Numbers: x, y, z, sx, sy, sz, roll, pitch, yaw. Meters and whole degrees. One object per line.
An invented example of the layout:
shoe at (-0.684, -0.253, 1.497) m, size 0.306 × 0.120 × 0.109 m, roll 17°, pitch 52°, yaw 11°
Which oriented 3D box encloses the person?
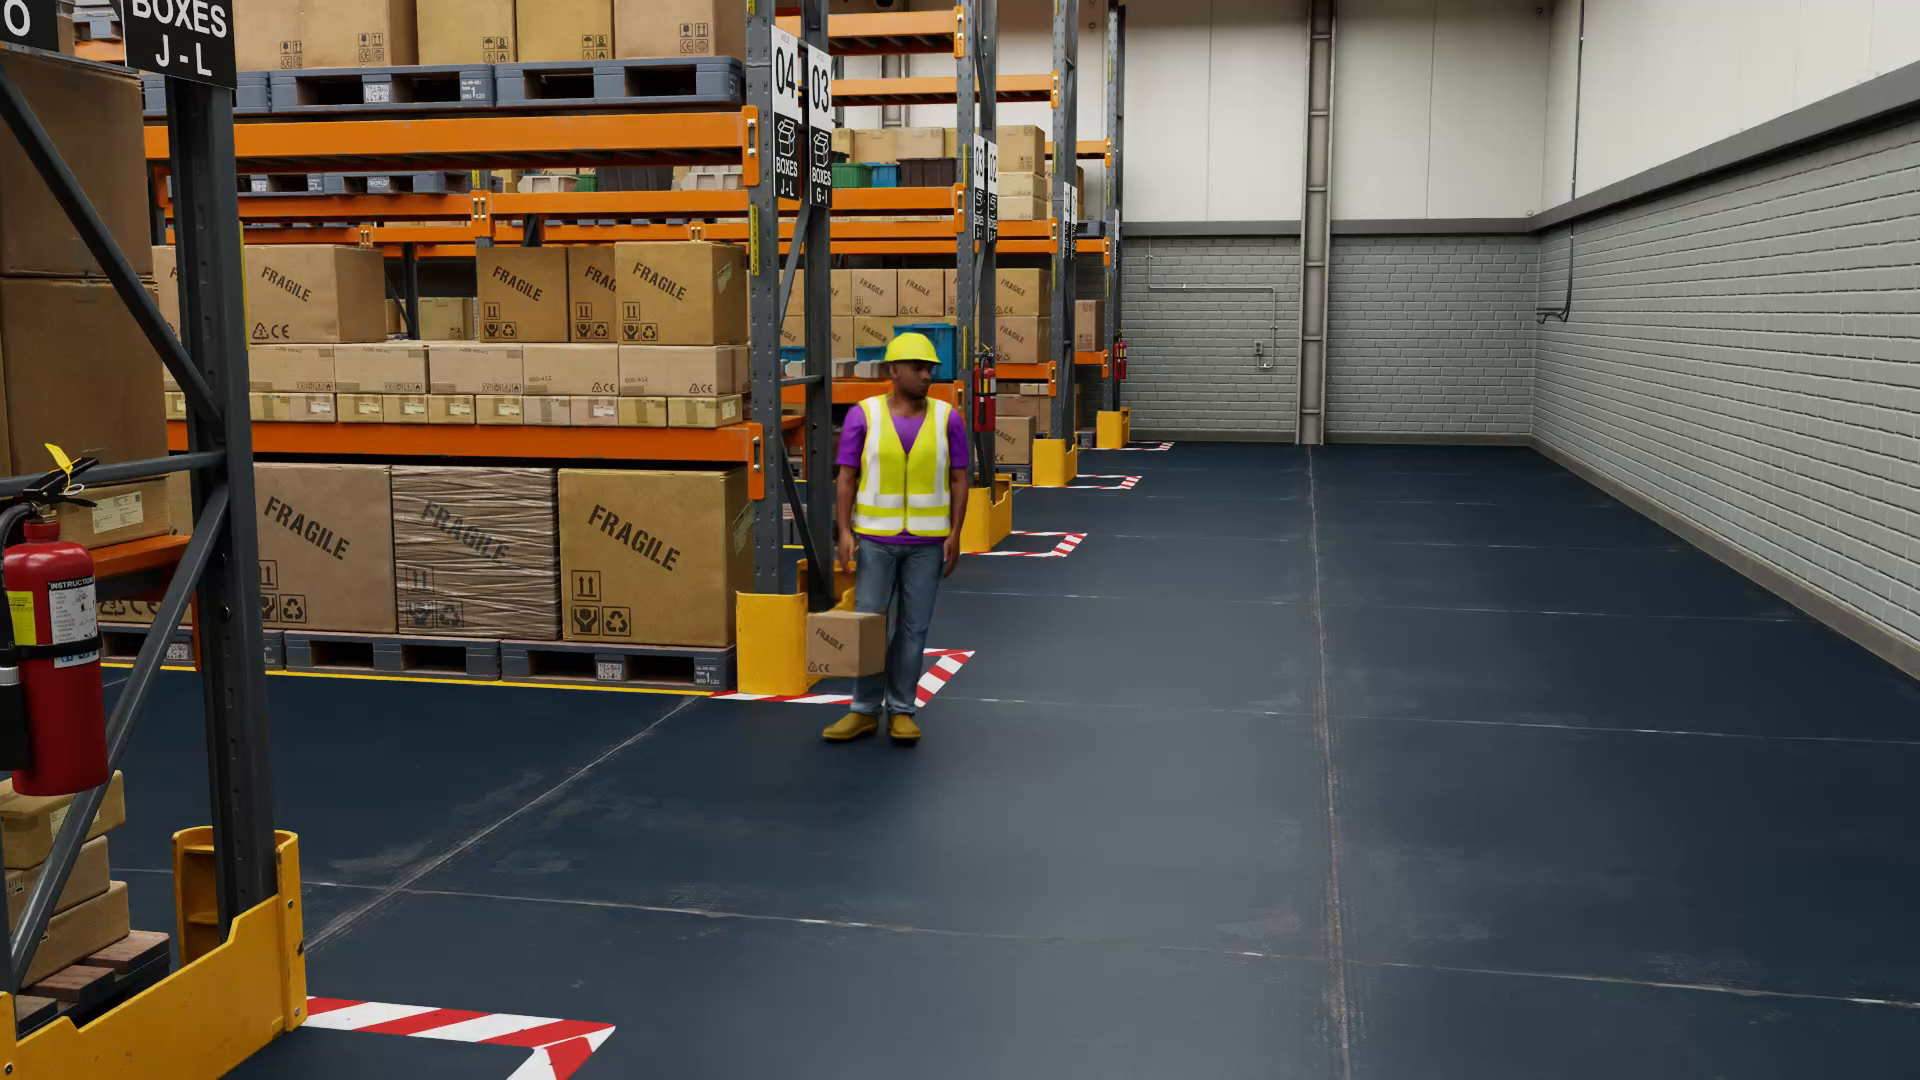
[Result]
person at (-0.282, -0.008, 7.206) m, size 0.653 × 1.767 × 0.346 m, roll -1°, pitch 8°, yaw -6°
